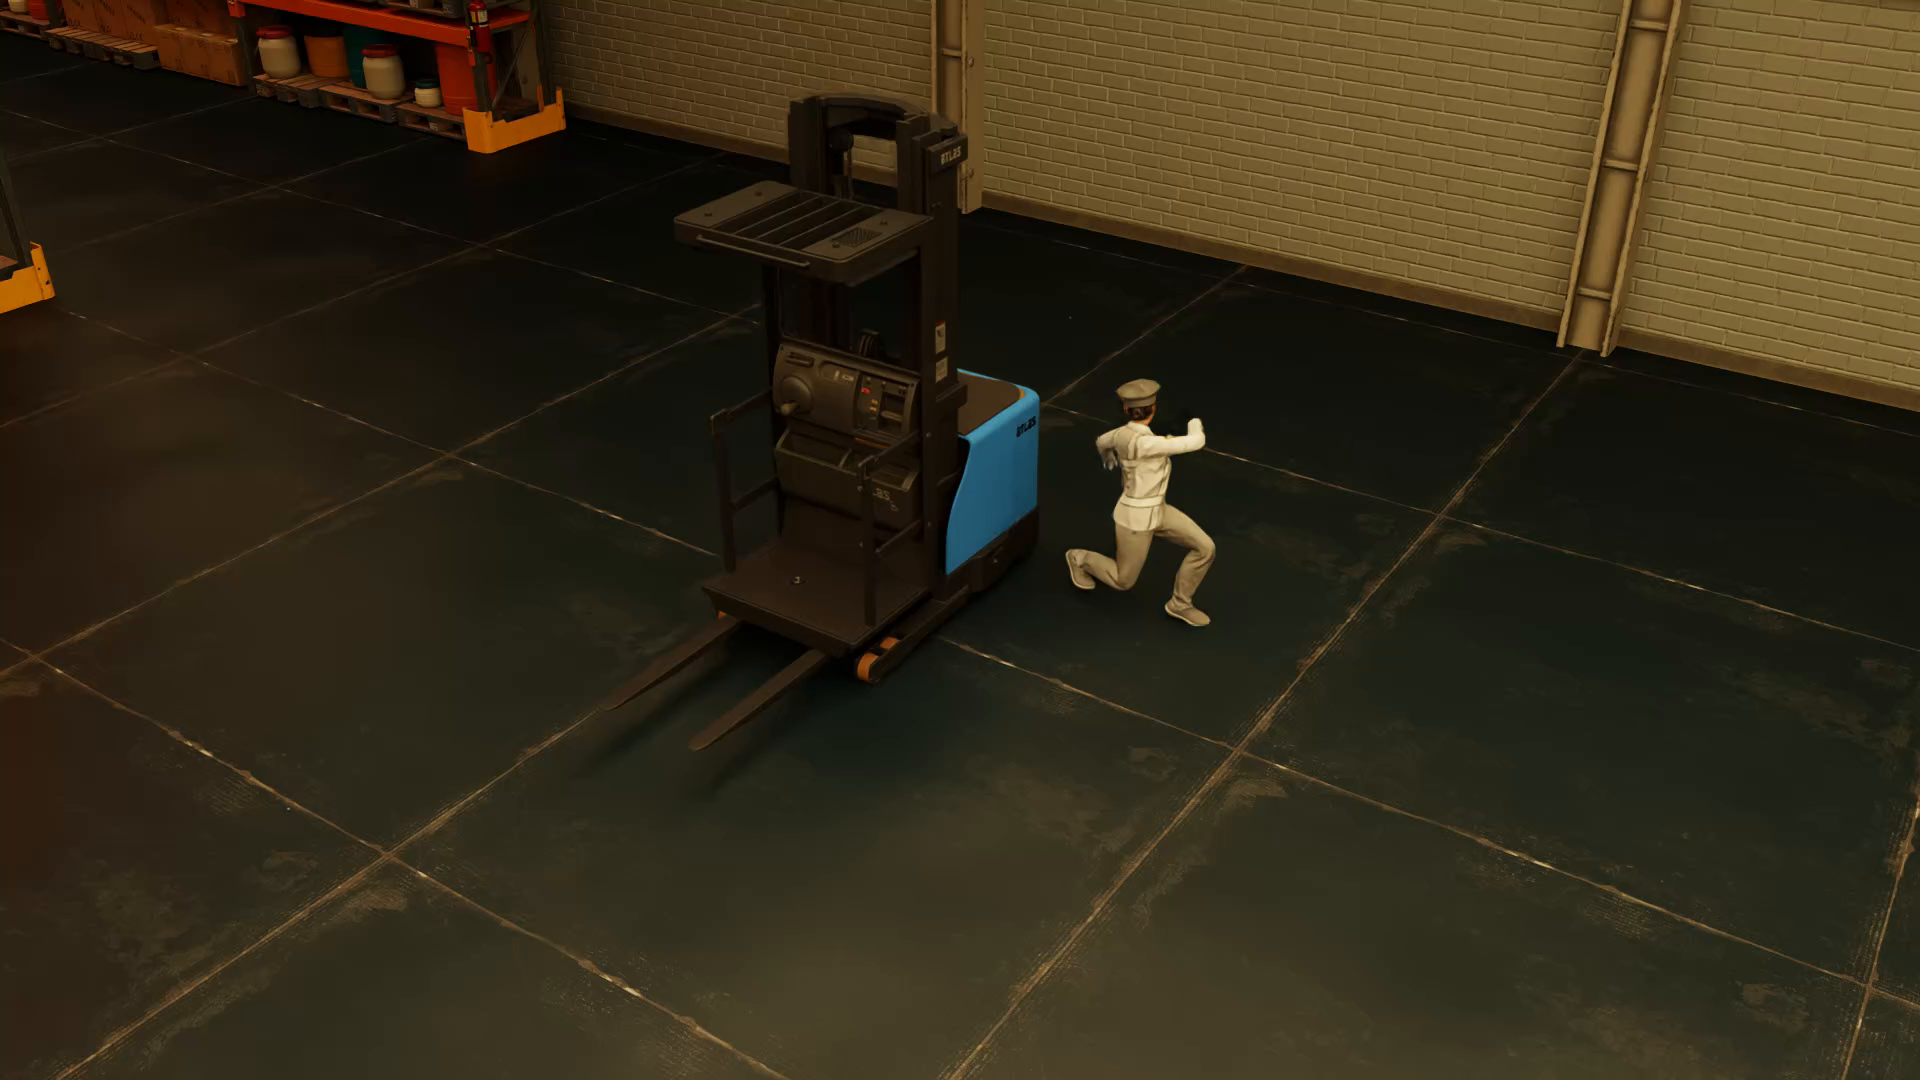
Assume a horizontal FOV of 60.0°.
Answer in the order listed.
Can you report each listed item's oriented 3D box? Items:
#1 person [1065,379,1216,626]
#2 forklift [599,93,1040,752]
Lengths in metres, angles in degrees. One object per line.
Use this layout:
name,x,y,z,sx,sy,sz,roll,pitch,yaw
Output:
person,1.081,-0.272,9.614,0.938,1.412,0.744,11,32,18
forklift,-0.747,-0.751,8.875,1.130,2.935,3.031,19,35,29
